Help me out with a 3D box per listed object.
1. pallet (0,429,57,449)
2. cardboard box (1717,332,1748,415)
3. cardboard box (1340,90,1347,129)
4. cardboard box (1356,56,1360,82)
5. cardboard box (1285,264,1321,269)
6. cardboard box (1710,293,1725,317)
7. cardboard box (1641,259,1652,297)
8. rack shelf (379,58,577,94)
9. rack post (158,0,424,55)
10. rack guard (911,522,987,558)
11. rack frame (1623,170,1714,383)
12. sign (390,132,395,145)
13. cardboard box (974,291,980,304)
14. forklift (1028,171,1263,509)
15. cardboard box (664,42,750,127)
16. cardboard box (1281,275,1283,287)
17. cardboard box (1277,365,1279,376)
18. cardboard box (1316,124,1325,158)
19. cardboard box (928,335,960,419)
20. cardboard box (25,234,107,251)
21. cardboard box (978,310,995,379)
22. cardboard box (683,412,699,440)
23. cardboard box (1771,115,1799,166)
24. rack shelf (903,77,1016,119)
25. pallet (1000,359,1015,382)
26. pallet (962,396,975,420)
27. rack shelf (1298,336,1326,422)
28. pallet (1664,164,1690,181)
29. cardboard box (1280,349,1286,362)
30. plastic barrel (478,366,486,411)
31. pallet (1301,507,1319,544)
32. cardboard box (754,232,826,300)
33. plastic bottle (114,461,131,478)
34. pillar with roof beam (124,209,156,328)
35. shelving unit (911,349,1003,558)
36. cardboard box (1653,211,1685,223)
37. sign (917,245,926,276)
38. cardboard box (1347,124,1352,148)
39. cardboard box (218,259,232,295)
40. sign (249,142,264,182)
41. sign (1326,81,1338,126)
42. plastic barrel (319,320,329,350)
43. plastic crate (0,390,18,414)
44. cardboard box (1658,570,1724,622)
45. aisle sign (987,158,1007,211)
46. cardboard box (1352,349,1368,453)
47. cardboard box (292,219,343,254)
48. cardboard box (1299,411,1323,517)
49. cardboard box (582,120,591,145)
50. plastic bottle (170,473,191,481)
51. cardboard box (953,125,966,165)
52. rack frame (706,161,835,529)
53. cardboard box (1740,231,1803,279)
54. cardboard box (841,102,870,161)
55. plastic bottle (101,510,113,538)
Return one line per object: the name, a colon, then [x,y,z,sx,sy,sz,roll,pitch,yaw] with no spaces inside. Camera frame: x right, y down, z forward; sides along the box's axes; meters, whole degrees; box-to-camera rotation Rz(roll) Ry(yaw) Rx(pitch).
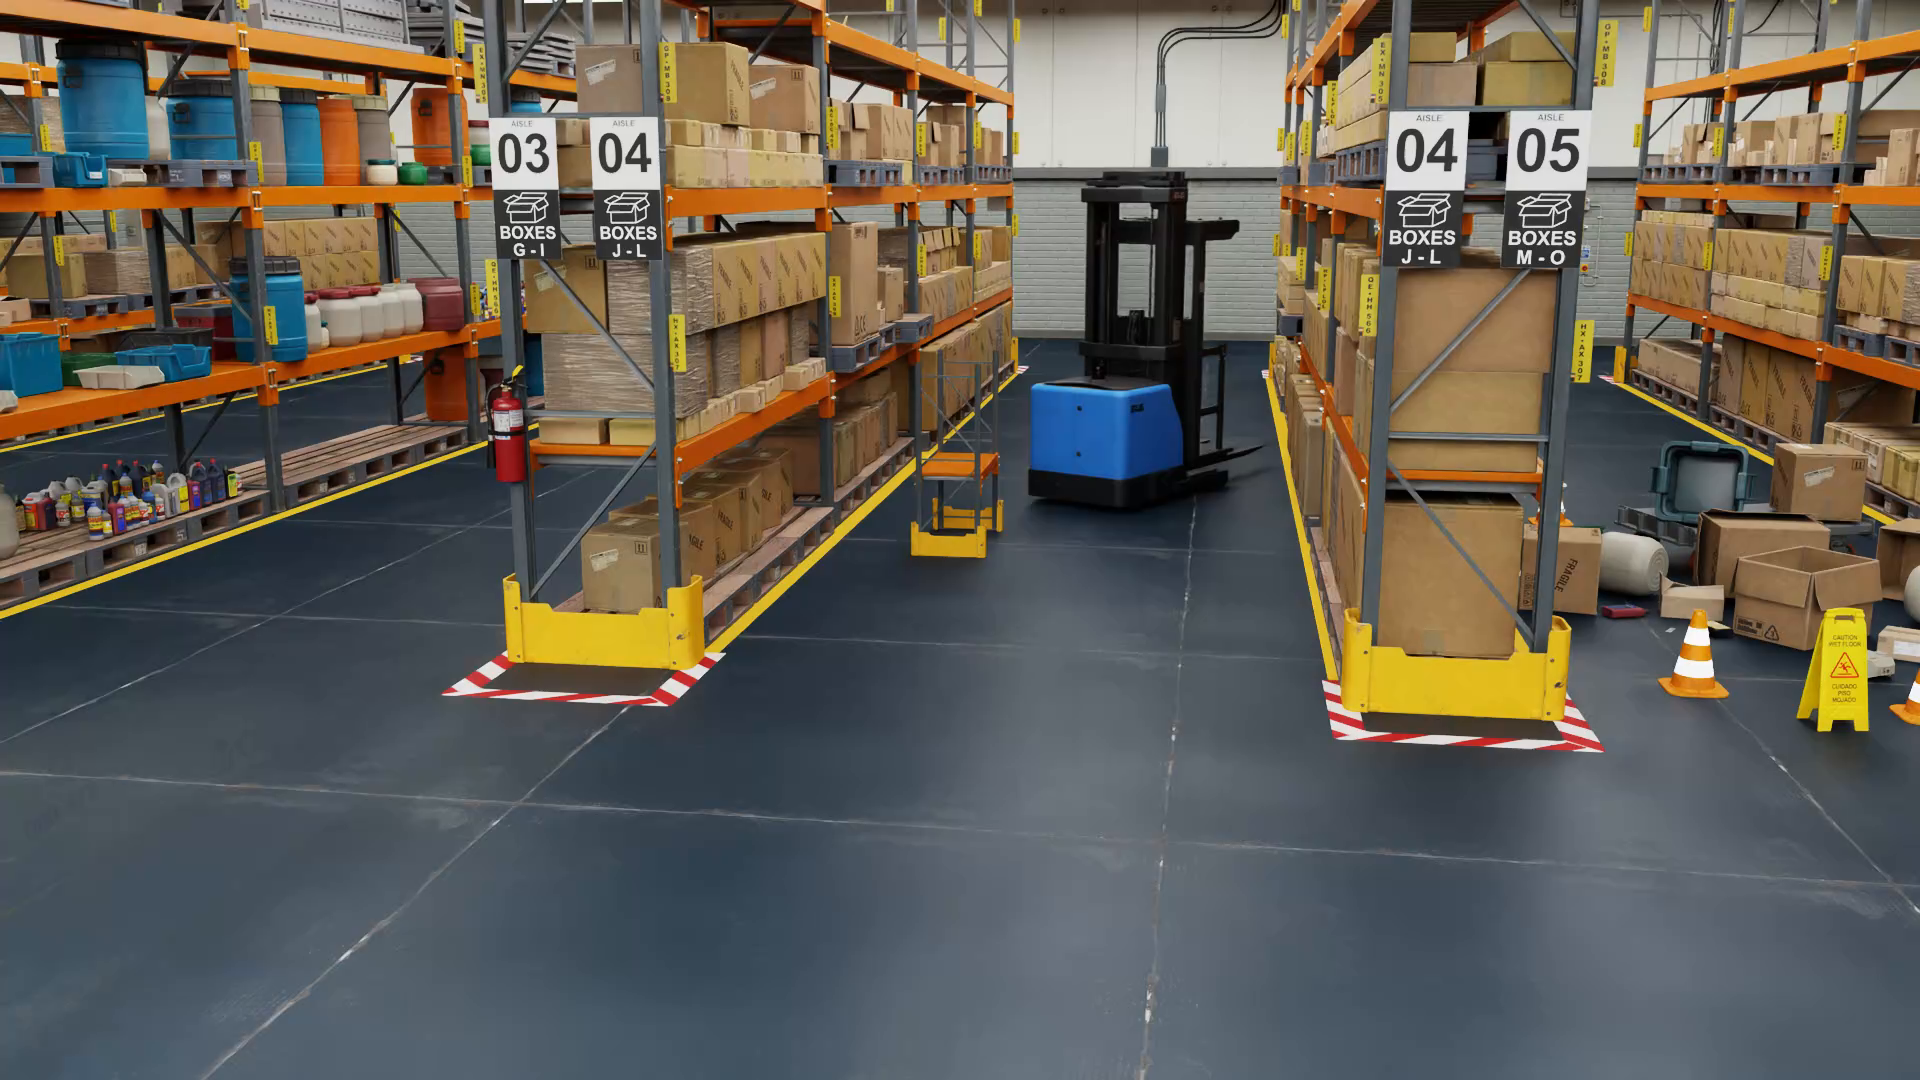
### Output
pallet: [-10.891,-1.184,18.484,1.003,0.211,1.213,2,12,9]
cardboard box: [9.453,-1.942,19.429,0.875,0.875,0.875,2,12,10]
cardboard box: [2.905,-2.975,11.476,0.500,0.250,0.500,2,12,8]
cardboard box: [2.668,-2.934,10.337,0.380,0.149,0.250,2,12,9]
cardboard box: [3.731,-2.916,18.091,0.380,0.149,0.250,2,12,9]
cardboard box: [9.141,-2.750,19.491,0.500,0.250,0.500,2,12,7]
cardboard box: [9.677,-3.591,22.800,0.500,0.500,0.500,2,12,8]
rack shelf: [-5.524,-5.357,19.649,1.077,0.370,4.000,2,12,9]
rack post: [-6.229,-5.166,15.630,1.013,1.000,3.121,2,12,9]
rack guard: [-0.088,-0.003,12.912,0.587,0.250,0.087,2,12,9]
rack frame: [10.085,-3.739,23.724,1.000,3.000,0.127,2,12,9]
sign: [-8.950,-6.259,26.195,0.100,0.325,0.005,2,12,9]
cardboard box: [0.052,-3.156,21.613,0.380,0.149,0.250,2,12,9]
forklift: [1.905,-1.961,15.634,1.130,2.935,3.031,9,15,36]
cardboard box: [-1.673,-2.935,10.742,0.500,0.500,0.500,2,12,8]
cardboard box: [3.851,-2.933,18.879,0.380,0.149,0.250,2,12,8]
cardboard box: [4.573,-2.328,22.944,0.380,0.149,0.250,1,12,6]
cardboard box: [3.619,-3.747,15.616,0.500,0.311,0.500,2,12,9]
cardboard box: [-0.666,-1.890,19.190,1.225,0.875,0.875,2,12,9]
cardboard box: [-14.459,-4.582,26.923,0.980,0.700,0.700,2,12,11]
cardboard box: [-0.004,-2.716,23.025,0.875,0.875,0.875,2,12,9]
cardboard box: [-1.831,-0.710,10.264,0.380,0.149,0.250,2,12,9]
cardboard box: [8.839,-4.171,17.372,0.500,0.500,0.500,2,12,9]
rack shelf: [-0.015,-6.030,22.768,1.077,0.370,4.000,2,12,9]
pallet: [0.247,-2.528,24.724,1.003,0.211,1.213,2,12,9]
pallet: [-0.367,-1.702,20.888,1.003,0.211,1.213,2,12,9]
rack shelf: [3.640,-1.445,14.787,1.077,0.370,4.000,2,12,9]
pallet: [9.796,-4.753,21.518,1.003,0.211,1.213,2,12,9]
cardboard box: [4.459,-2.448,22.092,0.380,0.149,0.250,1,12,6]
plastic barrel: [-5.775,-1.767,19.483,0.421,0.512,0.421,0,12,0]
pallet: [3.377,-0.181,13.830,1.003,0.211,1.213,2,12,9]
cardboard box: [-1.350,-2.143,13.000,0.500,0.500,0.500,2,12,9]
plastic bottle: [-6.981,-0.488,13.883,0.144,0.351,0.185,2,12,10]
pillar with roof beam: [-10.576,-7.925,28.907,9.100,9.000,0.400,2,12,9]
shelving unit: [-0.012,-0.717,13.262,0.587,1.500,1.083,2,12,9]
cardboard box: [9.611,-4.366,22.484,0.380,0.149,0.250,1,12,7]
sign: [-0.400,-2.907,17.301,0.100,0.325,0.005,2,12,9]
cardboard box: [2.747,-2.648,10.904,0.380,0.149,0.250,2,12,9]
cardboard box: [-10.287,-3.711,23.354,0.500,0.500,0.500,2,12,10]
sign: [-5.905,-3.173,13.957,0.100,0.325,0.005,2,12,9]
sign: [2.795,-3.269,12.448,0.100,0.325,0.005,2,12,9]
plastic barrel: [-6.092,-1.926,15.638,0.301,0.262,0.301,0,12,0]
plastic crate: [-6.607,-0.937,11.348,0.298,0.136,0.250,2,12,9]
cardboard box: [4.888,0.373,11.131,0.396,0.266,0.258,4,13,18]
aisle sign: [0.600,-5.336,24.965,0.394,0.787,0.004,2,12,9]
cardboard box: [2.793,-0.815,9.800,0.875,0.550,0.550,2,12,9]
cardboard box: [-9.523,-4.498,24.634,0.500,0.500,0.500,2,12,10]
cardboard box: [3.339,-0.618,13.586,1.050,0.750,0.750,2,12,8]
cardboard box: [-2.278,-2.436,9.966,0.380,0.149,0.250,1,12,7]
plastic bottle: [-6.441,-0.423,13.756,0.152,0.276,0.135,2,12,9]
cardboard box: [-0.262,-5.162,21.734,0.700,0.500,0.500,1,12,5]
rack frame: [-1.553,-1.562,13.623,1.000,3.000,0.127,2,12,9]
cardboard box: [8.987,-3.151,18.383,0.500,0.500,0.500,2,12,7]
cardboard box: [-1.239,-3.575,14.601,0.797,0.503,0.637,2,12,11]
plastic bottle: [-6.460,-0.126,12.557,0.097,0.201,0.097,0,12,0]
